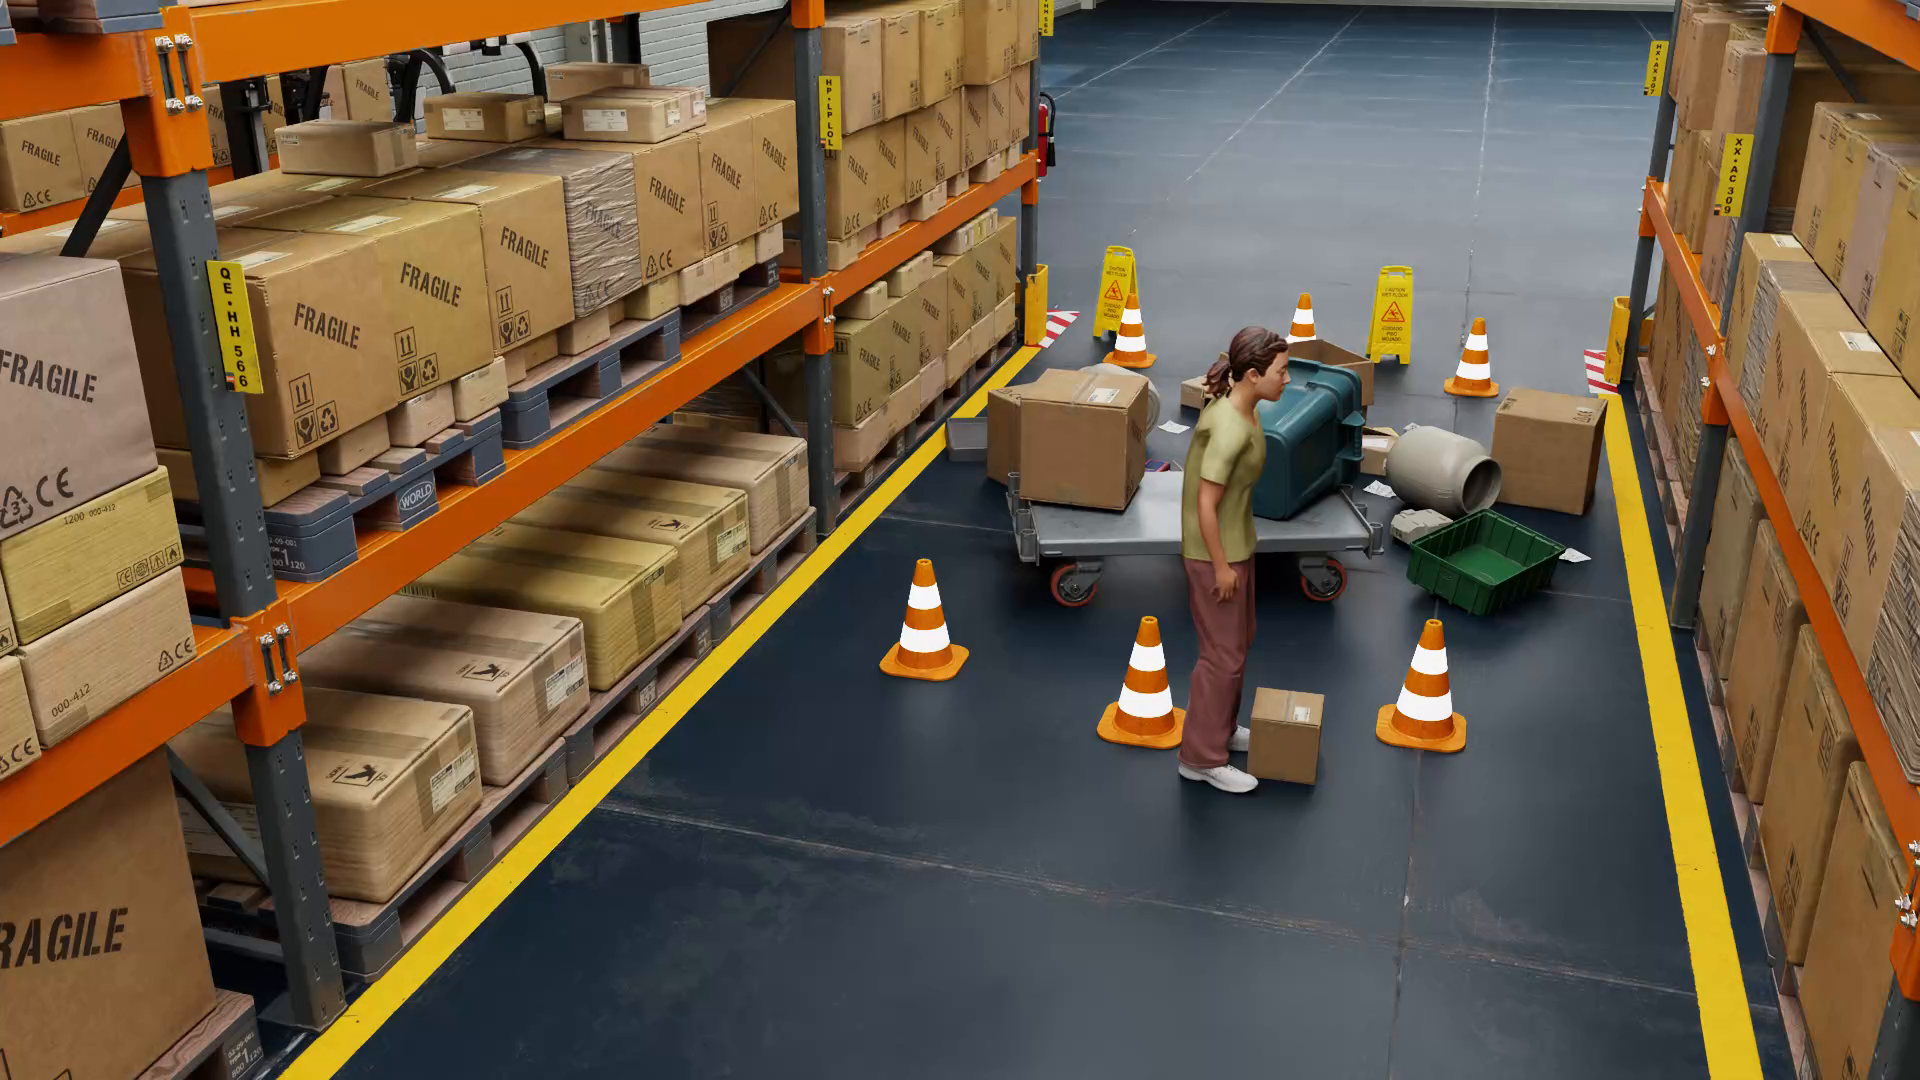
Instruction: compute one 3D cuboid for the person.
[{"bbox_3d":[0.971,0.060,5.969,0.360,1.652,0.499,7,23,16],"label":"person"}]
